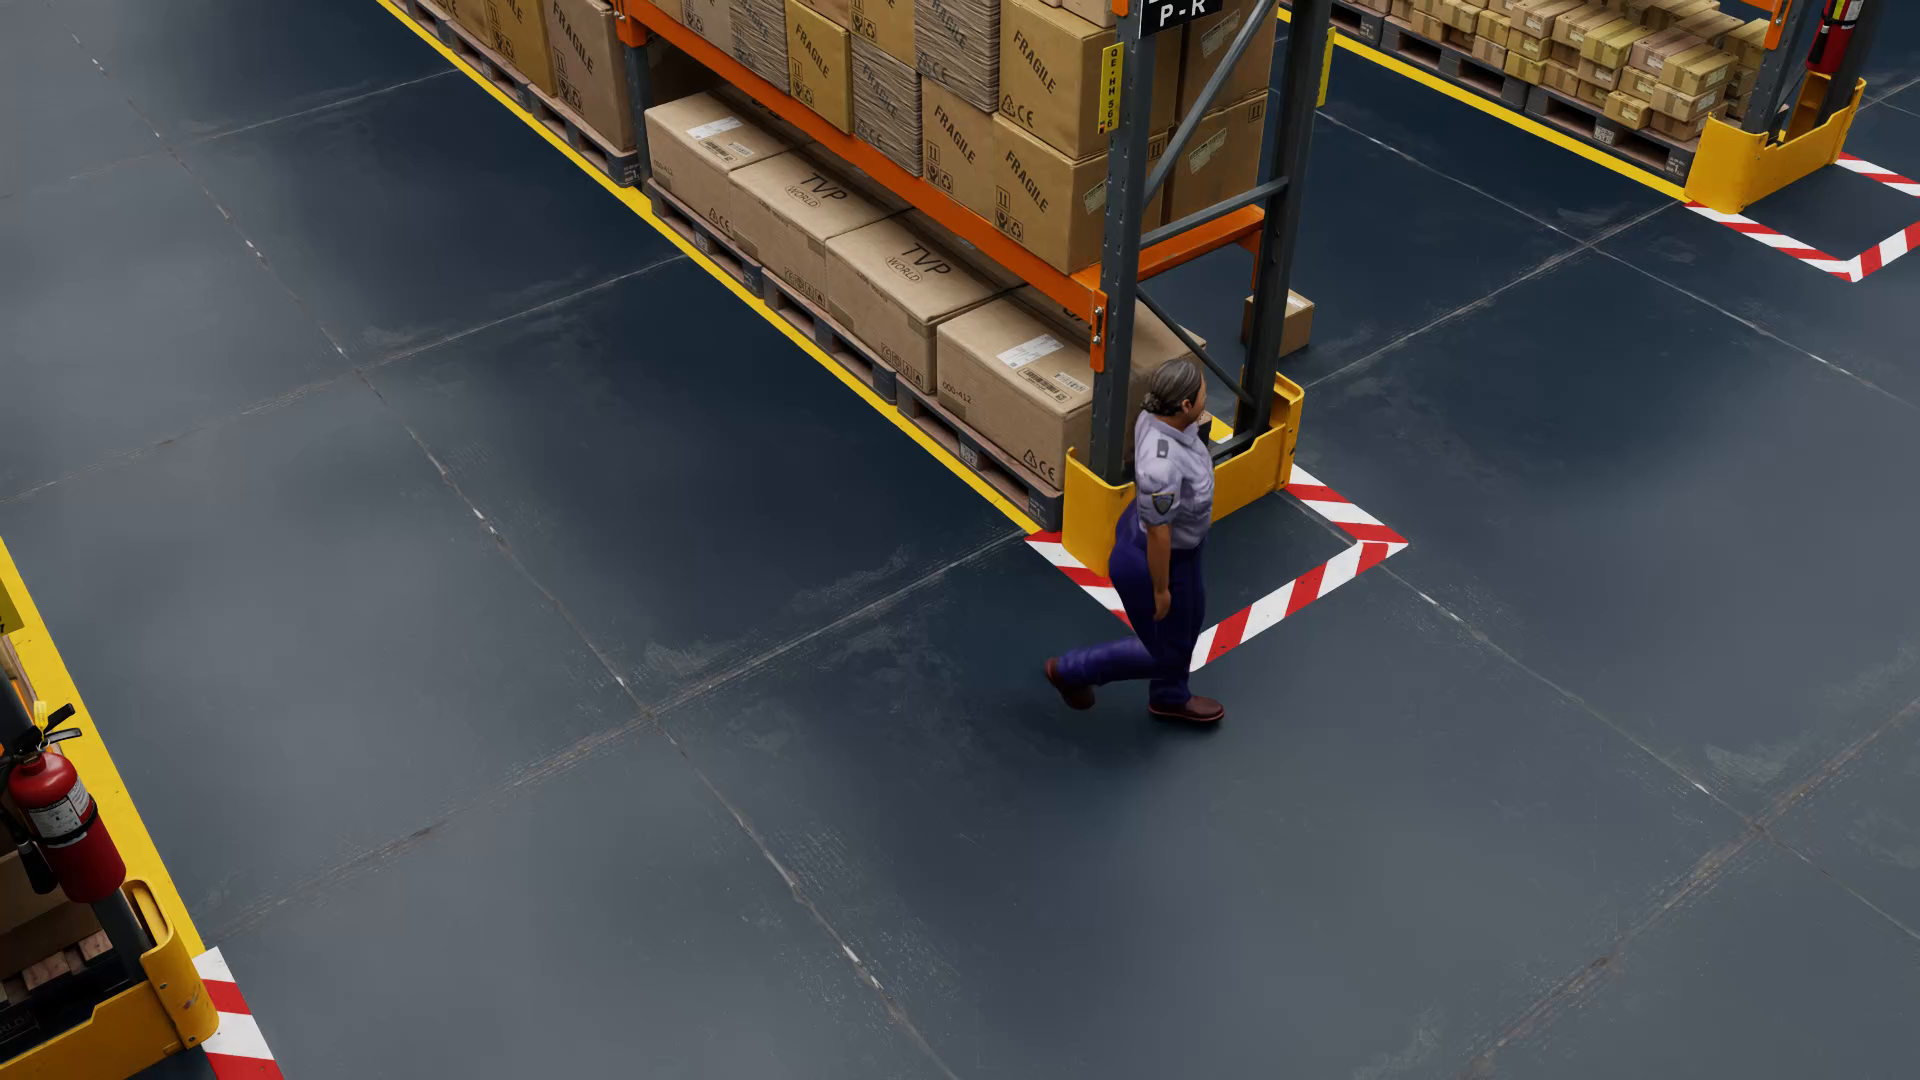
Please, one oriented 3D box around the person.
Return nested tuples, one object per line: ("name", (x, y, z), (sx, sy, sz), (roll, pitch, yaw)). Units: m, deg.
("person", (0.699, 0.041, 6.110), (0.703, 1.624, 0.495), (7, 41, 9))
